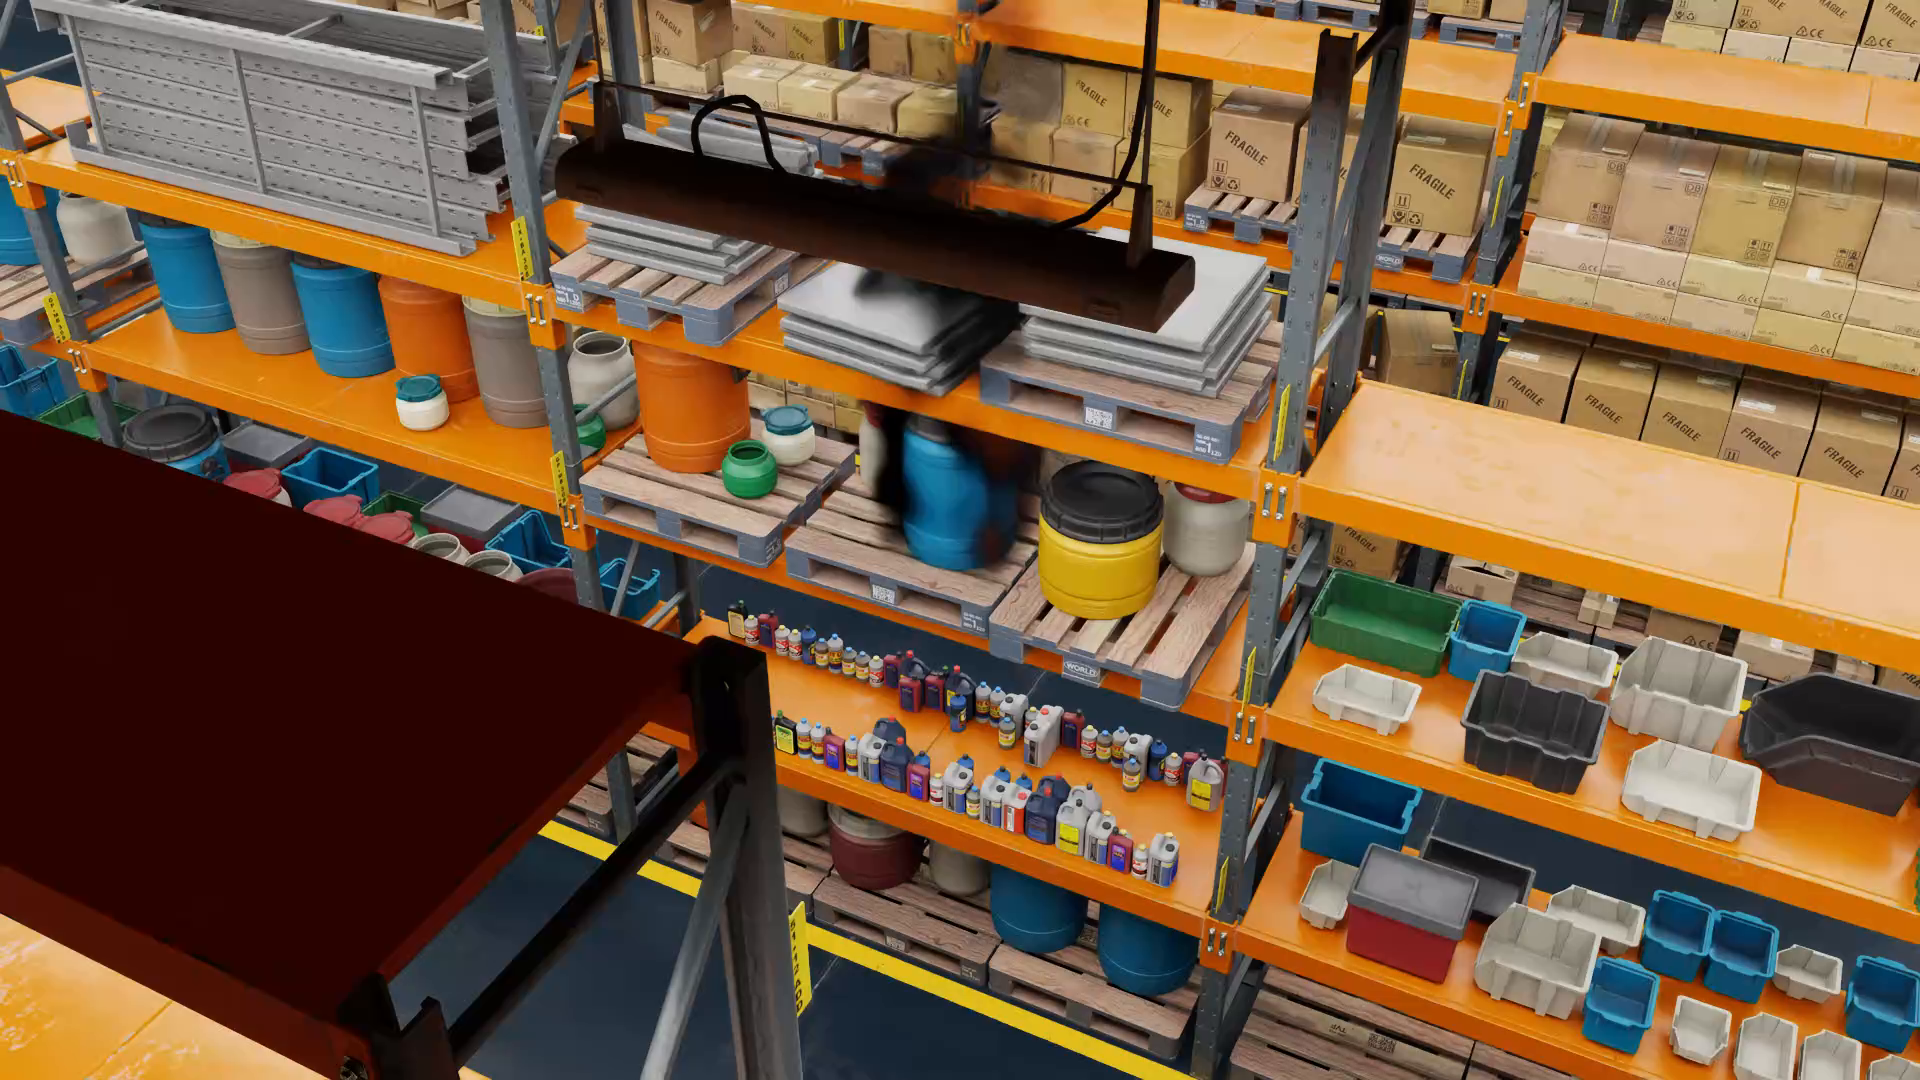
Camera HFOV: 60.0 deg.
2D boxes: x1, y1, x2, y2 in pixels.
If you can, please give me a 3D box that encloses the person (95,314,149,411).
[{"bbox_3d":[-7.234,-1.455,14.475,0.658,1.690,0.582,2,35,3],"label":"person"}]
